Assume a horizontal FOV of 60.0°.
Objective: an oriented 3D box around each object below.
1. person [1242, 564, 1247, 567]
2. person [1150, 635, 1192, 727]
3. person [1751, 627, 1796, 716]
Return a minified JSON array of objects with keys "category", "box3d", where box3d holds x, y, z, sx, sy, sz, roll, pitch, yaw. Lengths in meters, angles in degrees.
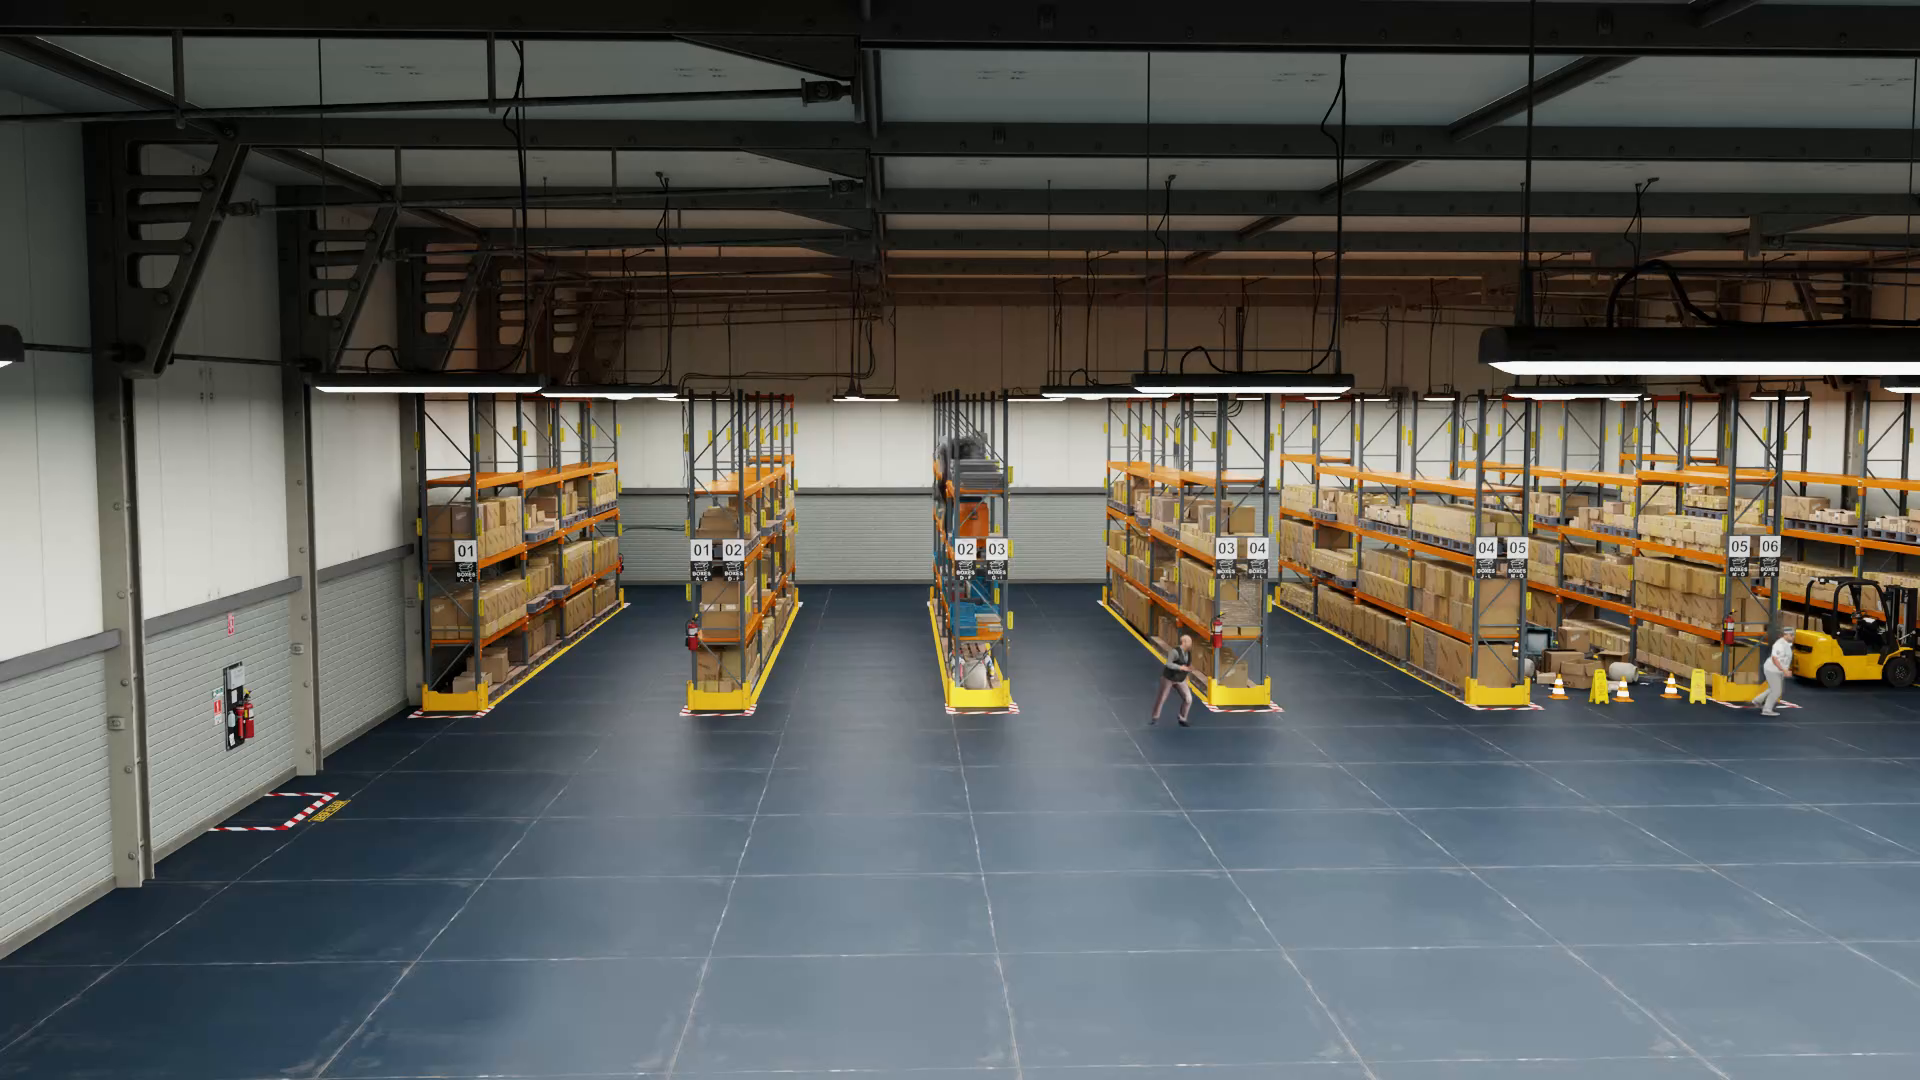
[{"category":"person","box3d":[8.027,1.045,47.135,0.541,1.631,0.622,0,5,-4]},{"category":"person","box3d":[3.842,2.512,29.581,0.734,1.658,0.847,-3,5,-32]},{"category":"person","box3d":[14.921,2.390,30.532,0.762,1.683,0.649,4,6,42]}]
